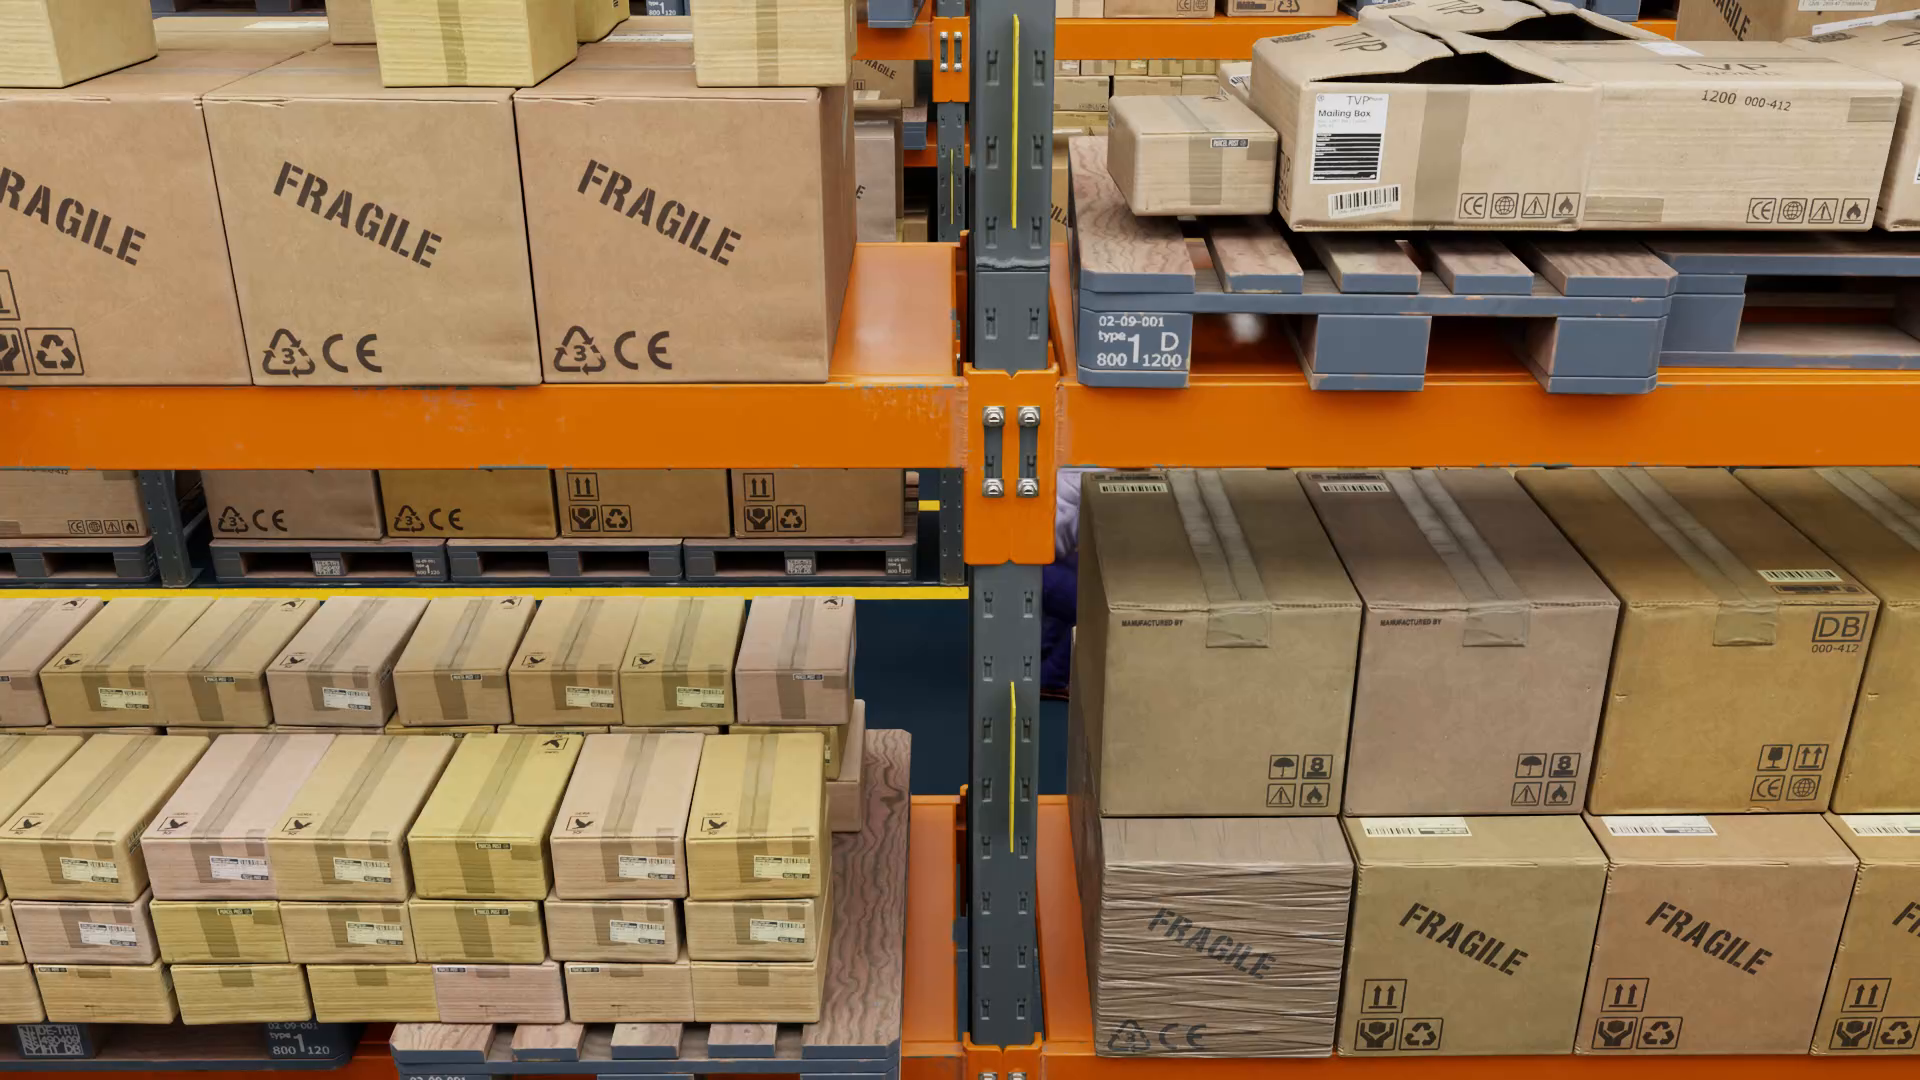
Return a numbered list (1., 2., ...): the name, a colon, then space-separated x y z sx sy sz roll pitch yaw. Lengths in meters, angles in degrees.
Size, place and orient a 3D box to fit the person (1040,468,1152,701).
1. person: 0.491 0.096 7.466 0.741 1.198 0.536 -1 24 -2
